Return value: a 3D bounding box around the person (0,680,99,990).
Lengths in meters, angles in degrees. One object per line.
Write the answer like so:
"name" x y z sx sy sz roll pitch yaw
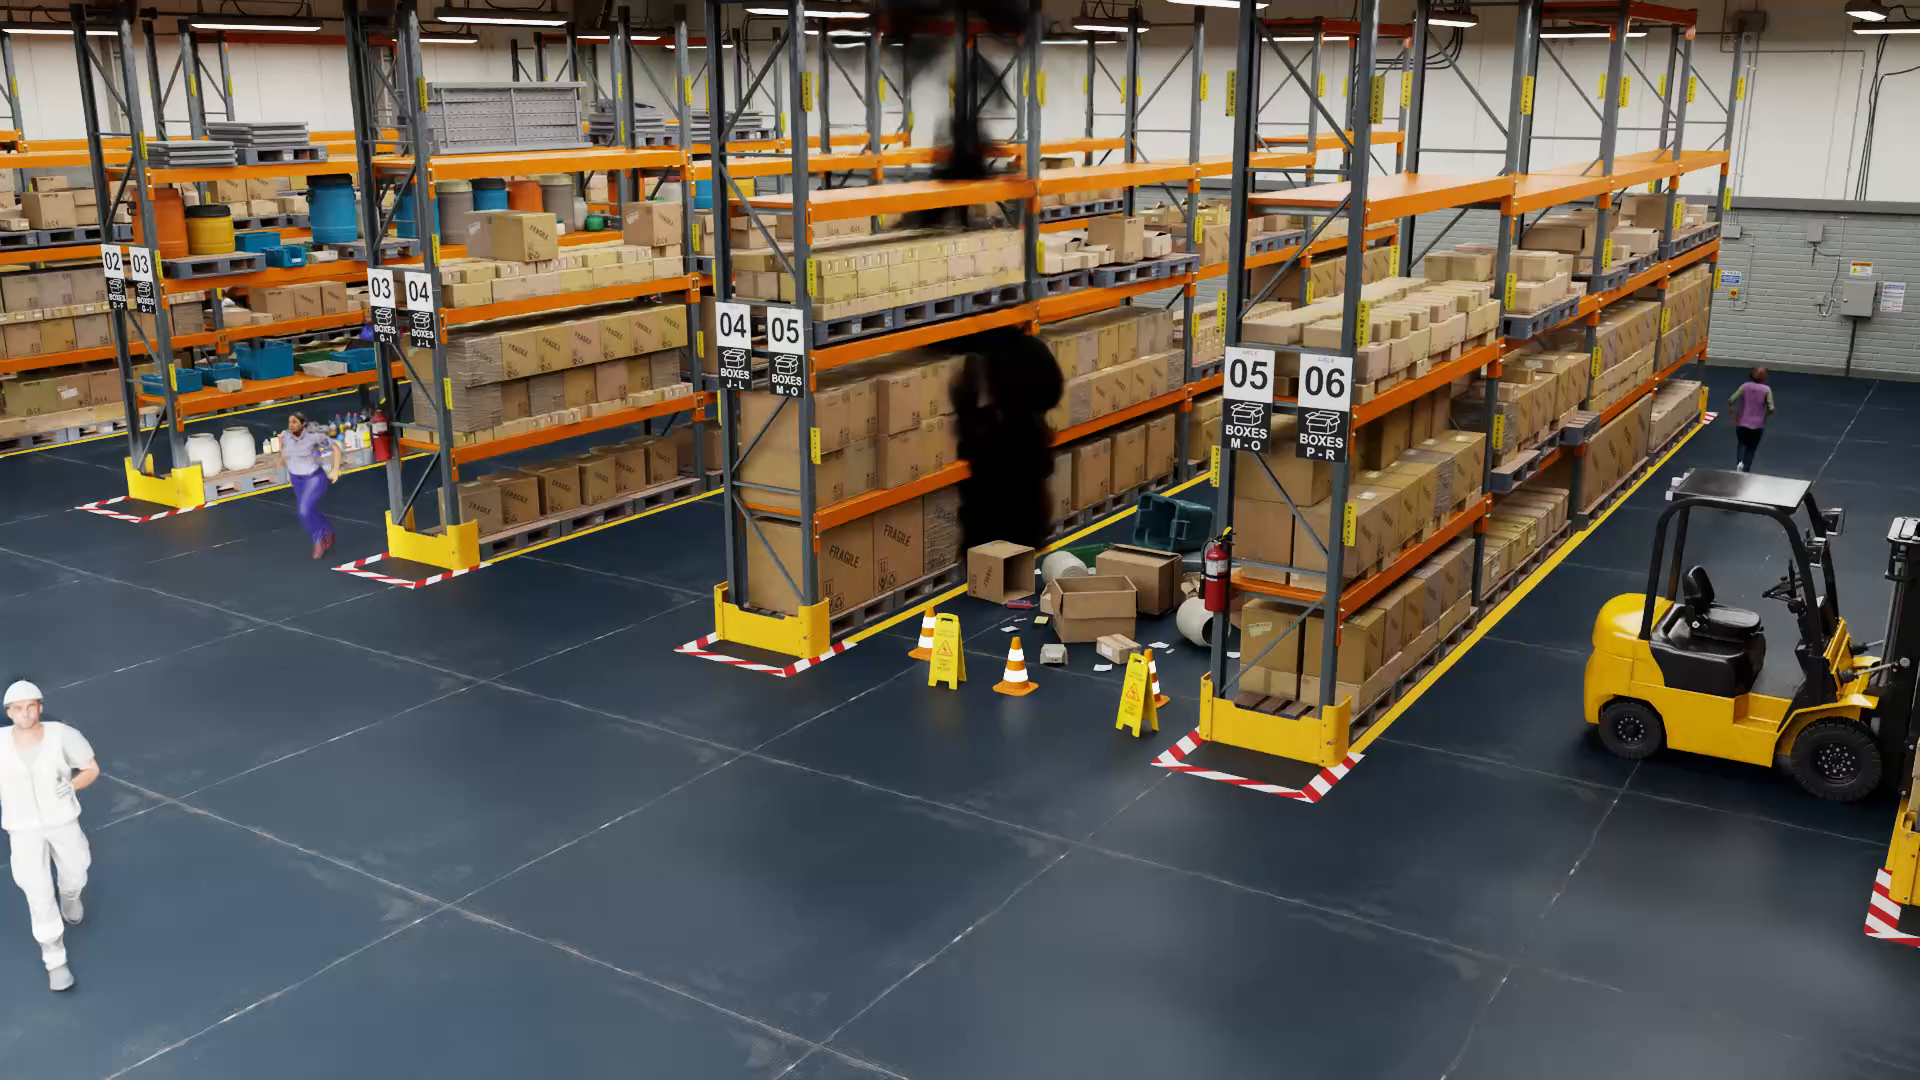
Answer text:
"person" -5.423 1.675 9.834 0.665 1.768 0.981 -9 18 -30

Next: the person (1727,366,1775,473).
"person" 10.323 -1.507 21.730 0.553 1.558 0.540 11 19 34

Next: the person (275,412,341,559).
"person" -7.233 -0.622 18.469 0.623 1.648 0.743 6 17 19

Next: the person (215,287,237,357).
"person" -12.804 -3.642 29.110 0.661 1.751 0.642 9 18 28

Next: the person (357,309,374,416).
"person" -9.184 -2.751 26.041 0.549 1.721 0.751 6 17 21
